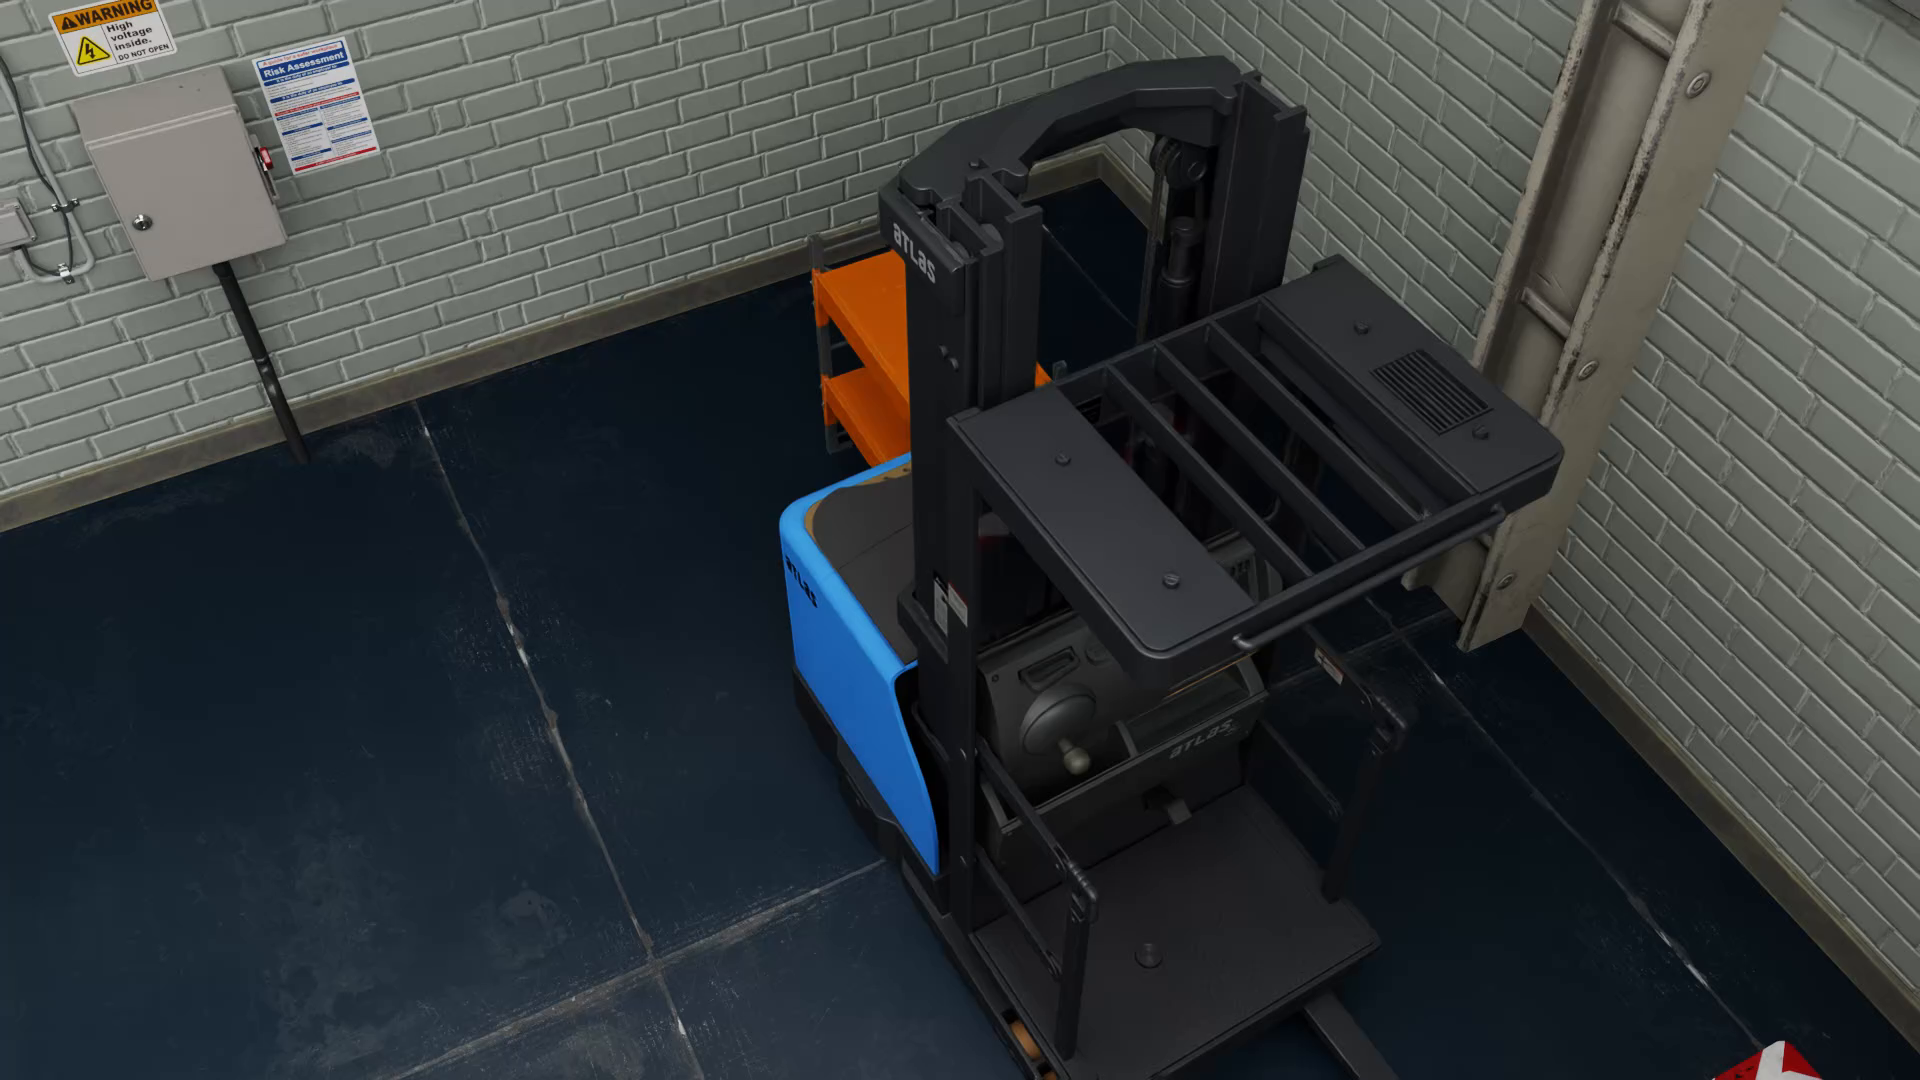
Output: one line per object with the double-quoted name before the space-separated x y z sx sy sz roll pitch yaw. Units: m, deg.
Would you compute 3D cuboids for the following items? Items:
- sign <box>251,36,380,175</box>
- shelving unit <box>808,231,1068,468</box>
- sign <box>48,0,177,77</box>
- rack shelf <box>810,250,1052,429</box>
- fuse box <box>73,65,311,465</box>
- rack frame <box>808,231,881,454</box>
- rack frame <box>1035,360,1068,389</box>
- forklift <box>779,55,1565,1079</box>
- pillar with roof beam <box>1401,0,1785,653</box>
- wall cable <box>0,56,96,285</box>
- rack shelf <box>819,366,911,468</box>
"sign" -2.355 -1.588 6.102 0.329 0.494 0.001 -21 52 -18
"shelving unit" -0.096 -0.487 6.321 0.538 1.125 1.048 -22 52 -18
"sign" -2.844 -1.702 5.590 0.339 0.242 0.001 -21 52 -18
"rack shelf" -0.096 -0.680 6.101 0.538 0.278 1.000 -22 52 -18
"fuse box" -2.700 -0.887 6.281 0.539 1.711 0.414 -21 52 -18
"rack frame" -0.332 -0.826 6.618 0.500 1.125 0.032 -22 52 -18
"rack frame" 0.140 -0.148 6.025 0.500 1.125 0.032 -22 52 -18
"forklift" 0.591 0.404 4.342 1.130 2.935 3.031 -24 53 -20
"pillar with roof beam" -1.882 -1.238 1.747 9.100 9.000 0.400 -21 52 -18
"wall cable" -3.378 -1.516 5.300 0.588 1.984 0.122 -21 52 -18
"rack shelf" -0.096 -0.326 6.506 0.538 0.278 1.000 -22 52 -18
